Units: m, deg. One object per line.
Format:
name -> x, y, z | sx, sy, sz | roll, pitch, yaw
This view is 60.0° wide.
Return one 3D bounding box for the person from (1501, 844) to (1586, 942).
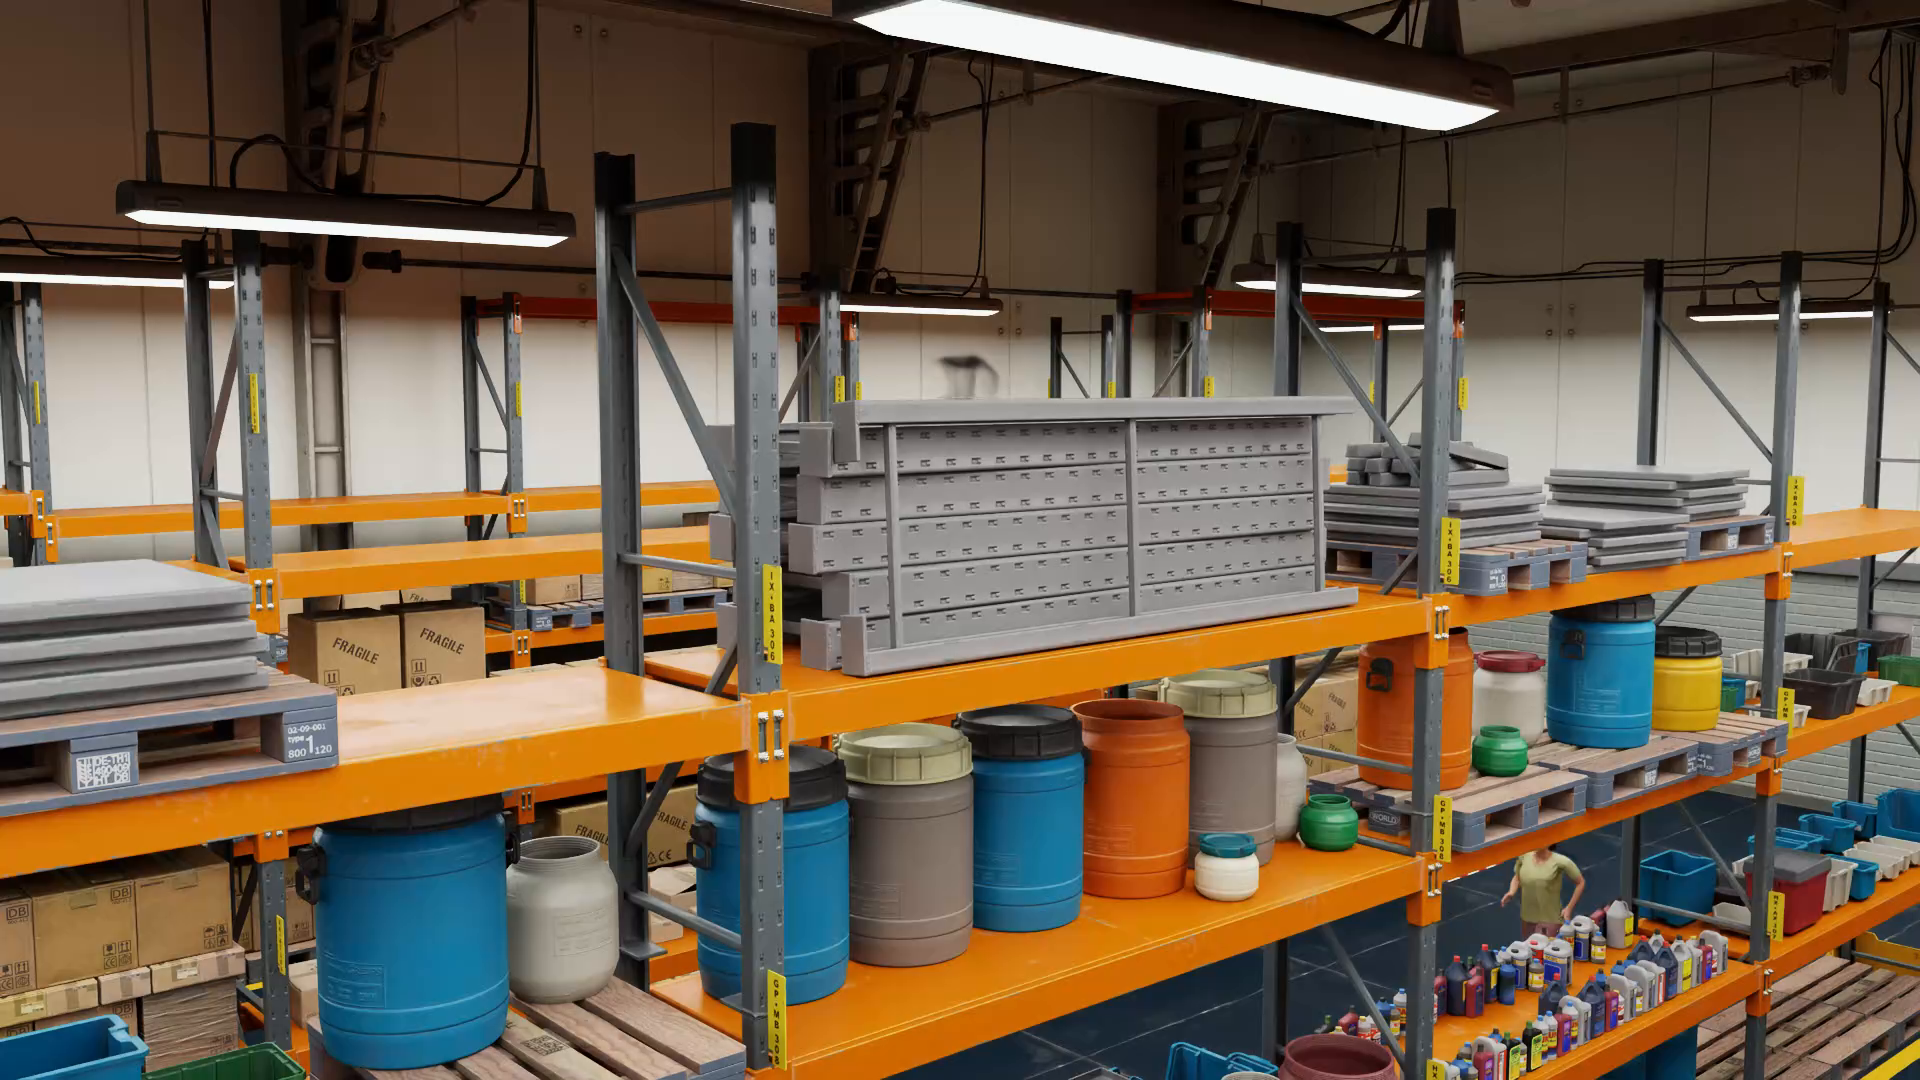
person -> 4.758, 3.075, 13.491 | 0.879, 1.645, 0.569 | -5, 7, -42
